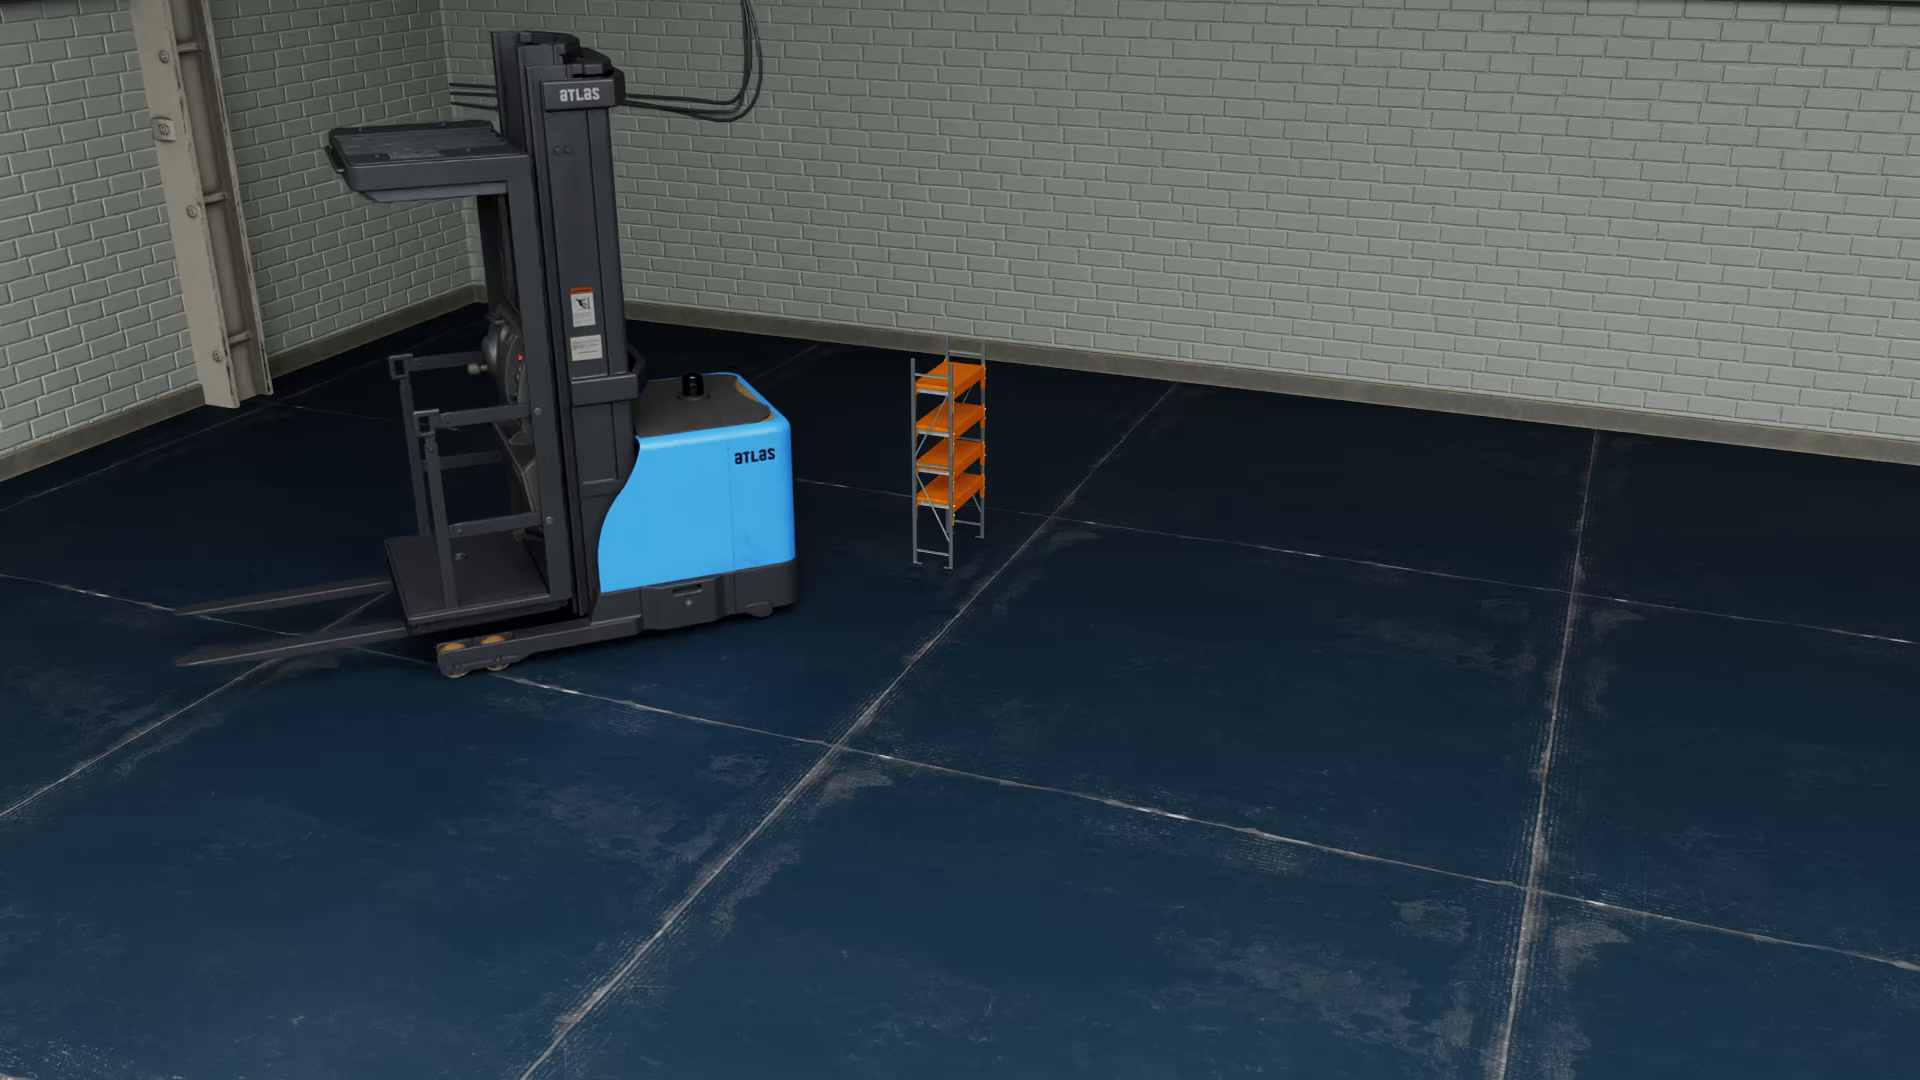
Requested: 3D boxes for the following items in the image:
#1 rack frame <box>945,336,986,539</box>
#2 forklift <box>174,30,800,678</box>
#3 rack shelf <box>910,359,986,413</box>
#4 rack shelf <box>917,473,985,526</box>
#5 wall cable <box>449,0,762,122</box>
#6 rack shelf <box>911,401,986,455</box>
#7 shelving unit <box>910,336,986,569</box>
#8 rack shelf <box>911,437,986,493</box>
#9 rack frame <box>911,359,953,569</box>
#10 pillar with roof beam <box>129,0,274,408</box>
[{"bbox_3d":[0.029,-0.582,9.586,0.240,1.200,0.015,9,24,20],"label":"rack frame"},{"bbox_3d":[-2.414,-0.910,8.126,3.031,2.935,1.130,-10,25,-22],"label":"forklift"},{"bbox_3d":[-0.062,-0.857,9.225,0.258,0.148,0.480,9,24,20],"label":"rack shelf"},{"bbox_3d":[-0.061,-0.249,9.479,0.258,0.148,0.480,9,24,20],"label":"rack shelf"},{"bbox_3d":[-2.992,-4.629,13.185,3.097,2.526,0.112,9,24,20],"label":"wall cable"},{"bbox_3d":[-0.061,-0.639,9.317,0.258,0.148,0.480,9,24,20],"label":"rack shelf"},{"bbox_3d":[-0.061,-0.494,9.377,0.258,1.200,0.503,9,24,20],"label":"shelving unit"},{"bbox_3d":[-0.061,-0.432,9.403,0.258,0.148,0.480,9,24,20],"label":"rack shelf"},{"bbox_3d":[-0.152,-0.407,9.168,0.240,1.200,0.015,9,24,20],"label":"rack frame"},{"bbox_3d":[-1.317,-4.581,9.041,9.100,9.000,0.400,9,24,20],"label":"pillar with roof beam"}]
